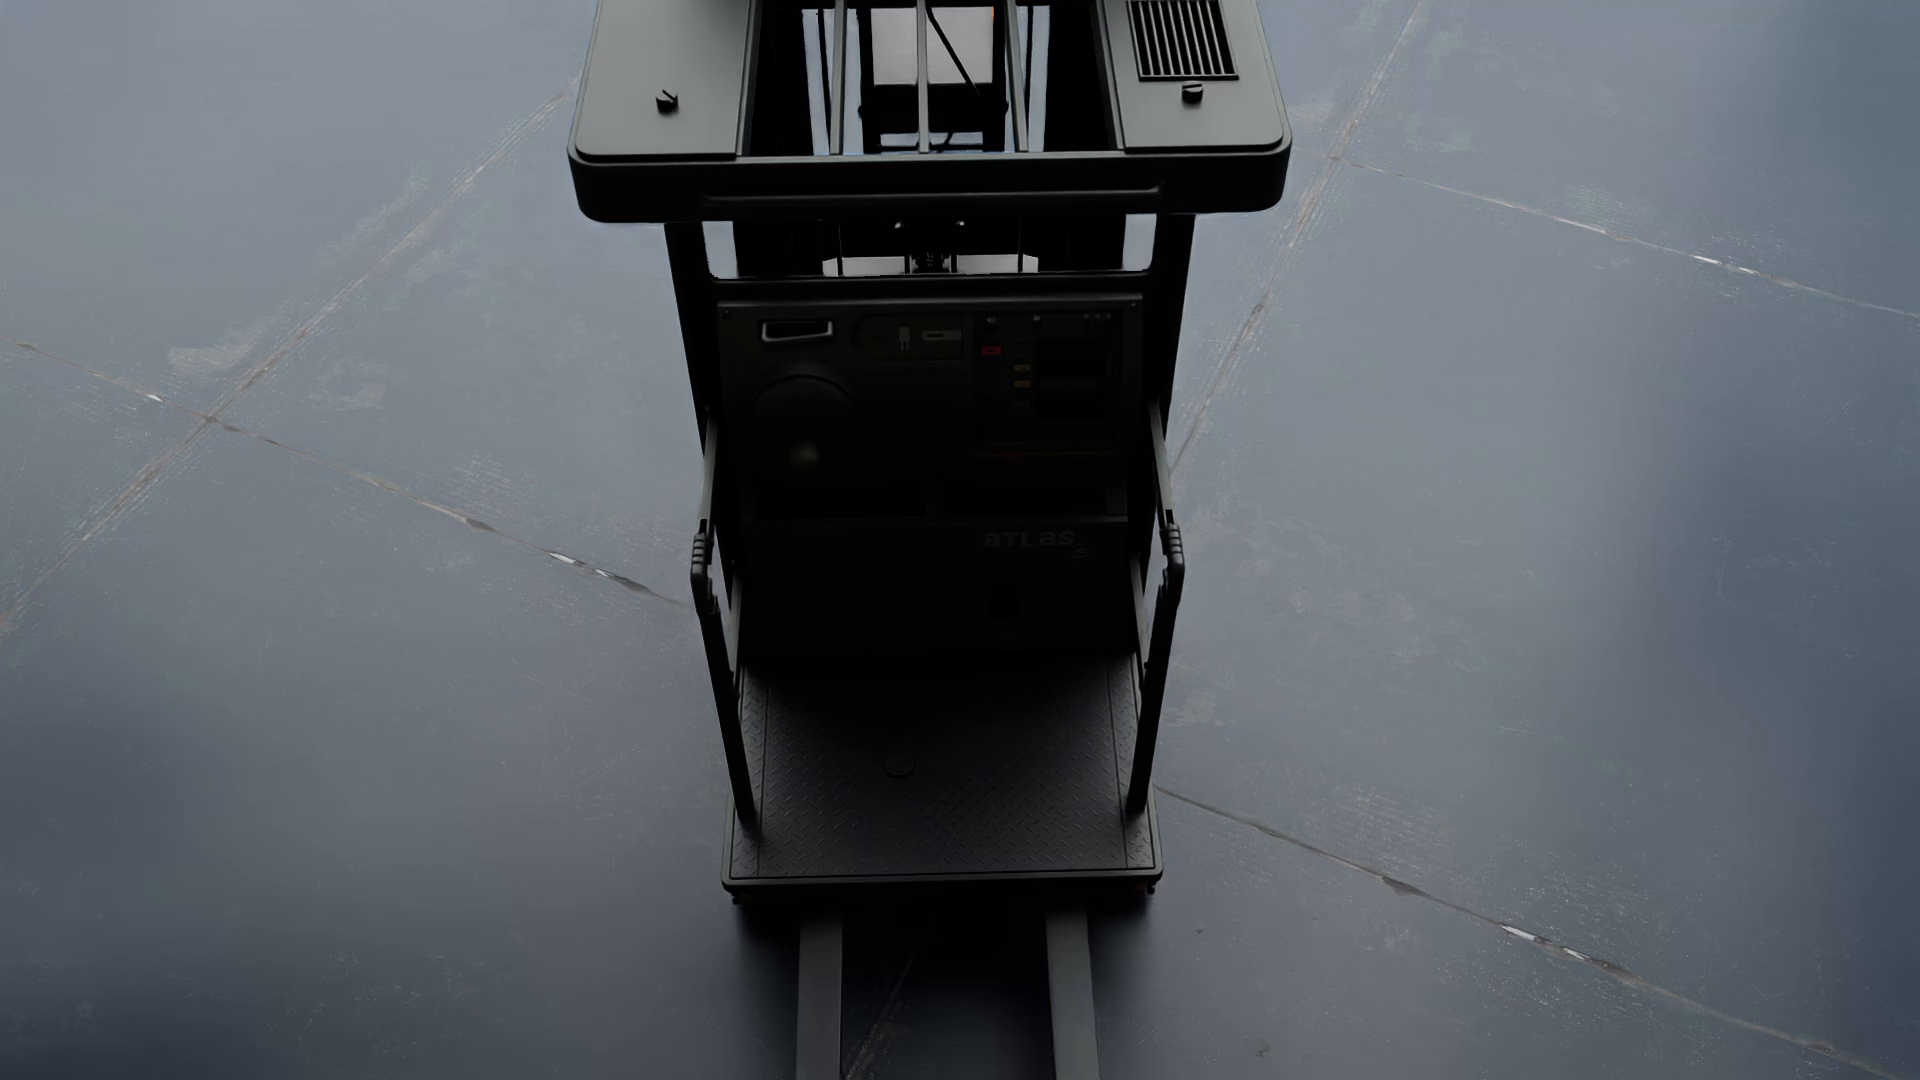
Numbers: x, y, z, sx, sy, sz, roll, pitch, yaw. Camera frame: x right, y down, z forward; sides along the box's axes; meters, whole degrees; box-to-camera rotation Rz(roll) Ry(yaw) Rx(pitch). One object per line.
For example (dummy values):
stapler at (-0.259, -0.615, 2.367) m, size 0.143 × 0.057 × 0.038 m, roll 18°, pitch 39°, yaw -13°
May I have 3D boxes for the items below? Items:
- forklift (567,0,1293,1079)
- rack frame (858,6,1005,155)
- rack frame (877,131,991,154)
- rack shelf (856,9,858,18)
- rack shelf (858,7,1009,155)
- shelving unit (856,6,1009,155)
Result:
forklift at (-0.054, -0.247, 3.536) m, size 1.130 × 2.935 × 3.031 m, roll -1°, pitch 50°, yaw -1°
rack frame at (-0.075, -1.143, 4.844) m, size 0.400 × 2.100 × 0.015 m, roll -1°, pitch 50°, yaw -1°
rack frame at (-0.091, -1.515, 5.160) m, size 0.400 × 2.100 × 0.015 m, roll -1°, pitch 50°, yaw -1°
rack shelf at (-0.083, -1.774, 4.480) m, size 0.431 × 0.518 × 0.480 m, roll -1°, pitch 50°, yaw -1°
rack shelf at (-0.083, -1.320, 5.013) m, size 0.431 × 0.518 × 0.480 m, roll -1°, pitch 50°, yaw -1°
shelving unit at (-0.083, -1.329, 5.002) m, size 0.431 × 2.100 × 0.503 m, roll -1°, pitch 50°, yaw -1°
